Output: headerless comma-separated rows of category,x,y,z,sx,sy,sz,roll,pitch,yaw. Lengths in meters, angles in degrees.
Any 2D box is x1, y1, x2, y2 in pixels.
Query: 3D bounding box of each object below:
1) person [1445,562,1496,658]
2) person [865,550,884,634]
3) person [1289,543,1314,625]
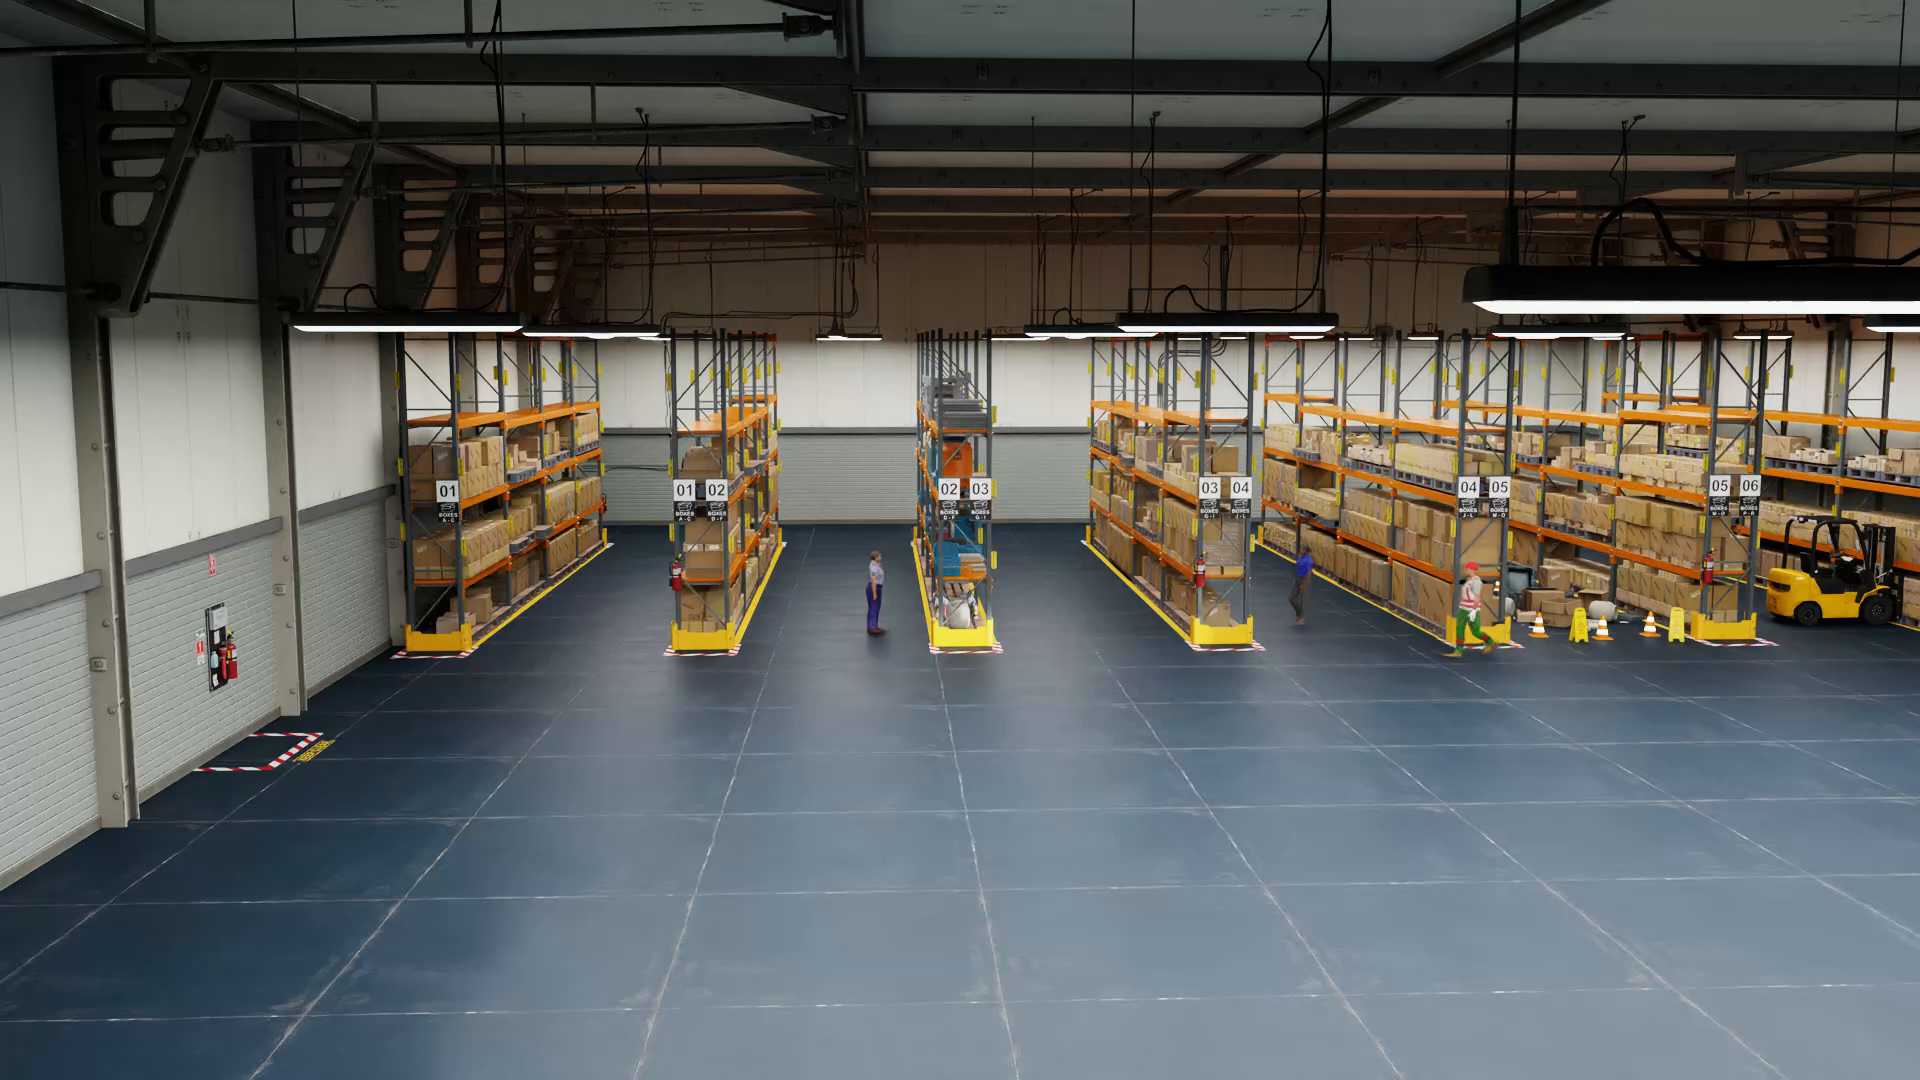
person,9.356,1.279,30.329,0.904,1.774,0.496,-3,7,-25
person,-1.691,1.030,32.969,0.362,1.642,0.495,0,7,2
person,6.981,0.904,34.030,0.477,1.680,0.517,-4,8,-34
